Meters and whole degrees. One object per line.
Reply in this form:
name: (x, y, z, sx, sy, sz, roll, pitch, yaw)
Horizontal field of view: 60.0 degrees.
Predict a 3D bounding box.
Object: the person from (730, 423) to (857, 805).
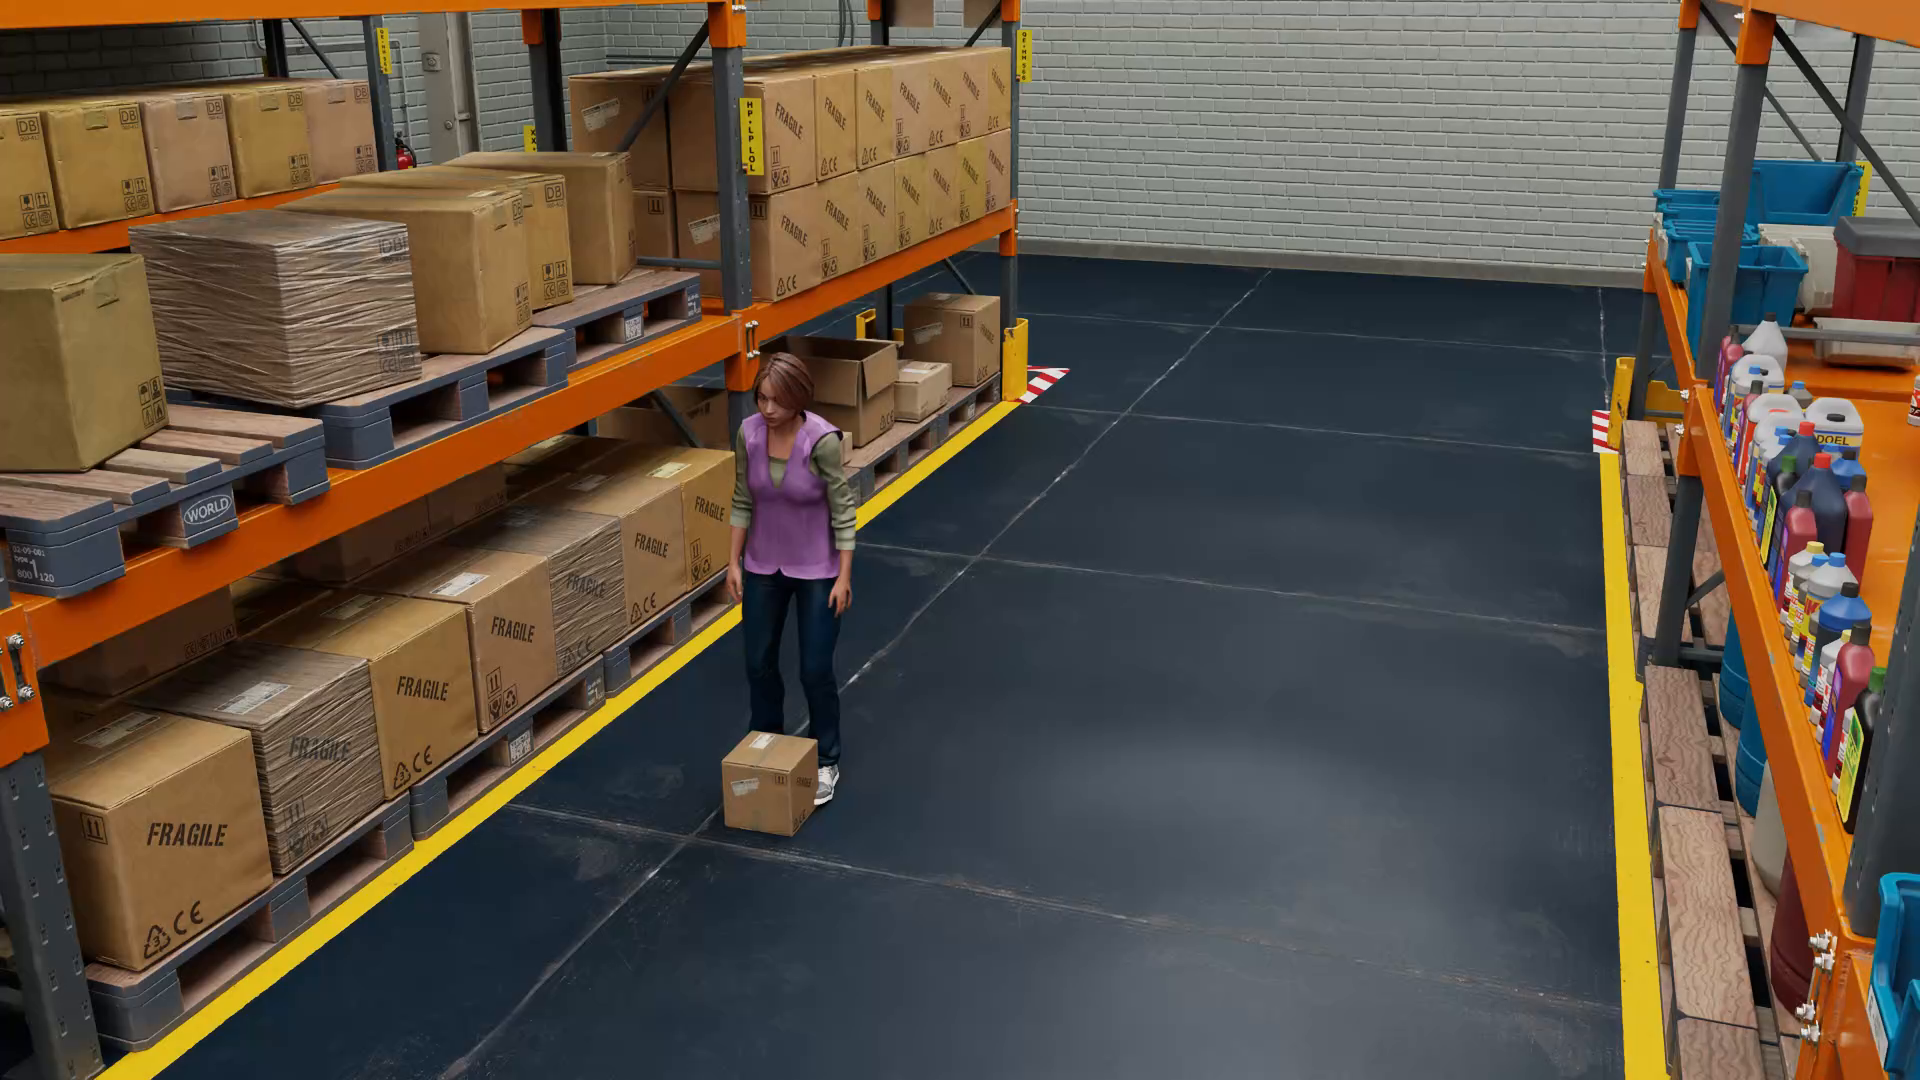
person: (-0.579, 0.242, 5.747, 0.469, 1.352, 0.318, 6, 20, 17)
